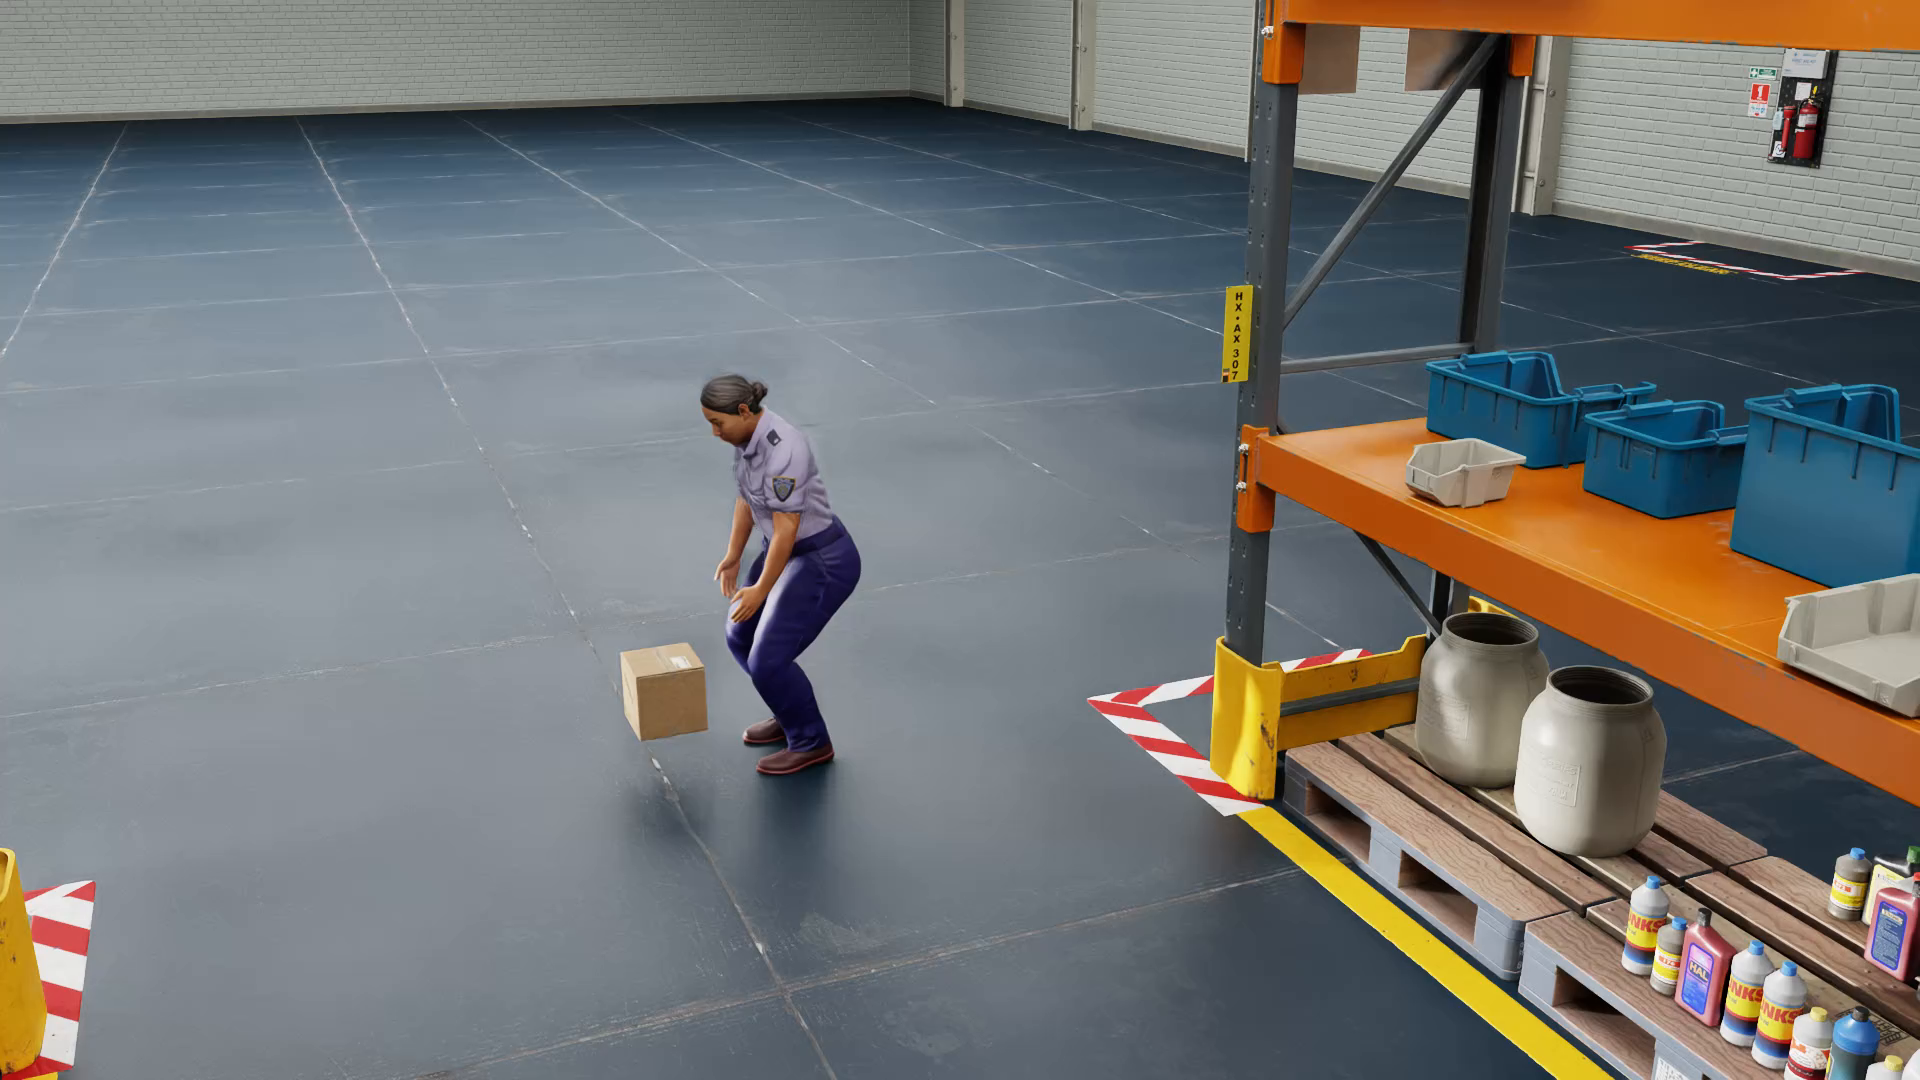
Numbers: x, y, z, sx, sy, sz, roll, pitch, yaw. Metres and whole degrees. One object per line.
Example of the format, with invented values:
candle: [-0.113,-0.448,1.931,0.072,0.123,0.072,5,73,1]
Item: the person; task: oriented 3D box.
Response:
person: [-0.637,0.108,6.038,0.551,1.490,0.525,-8,20,-21]
